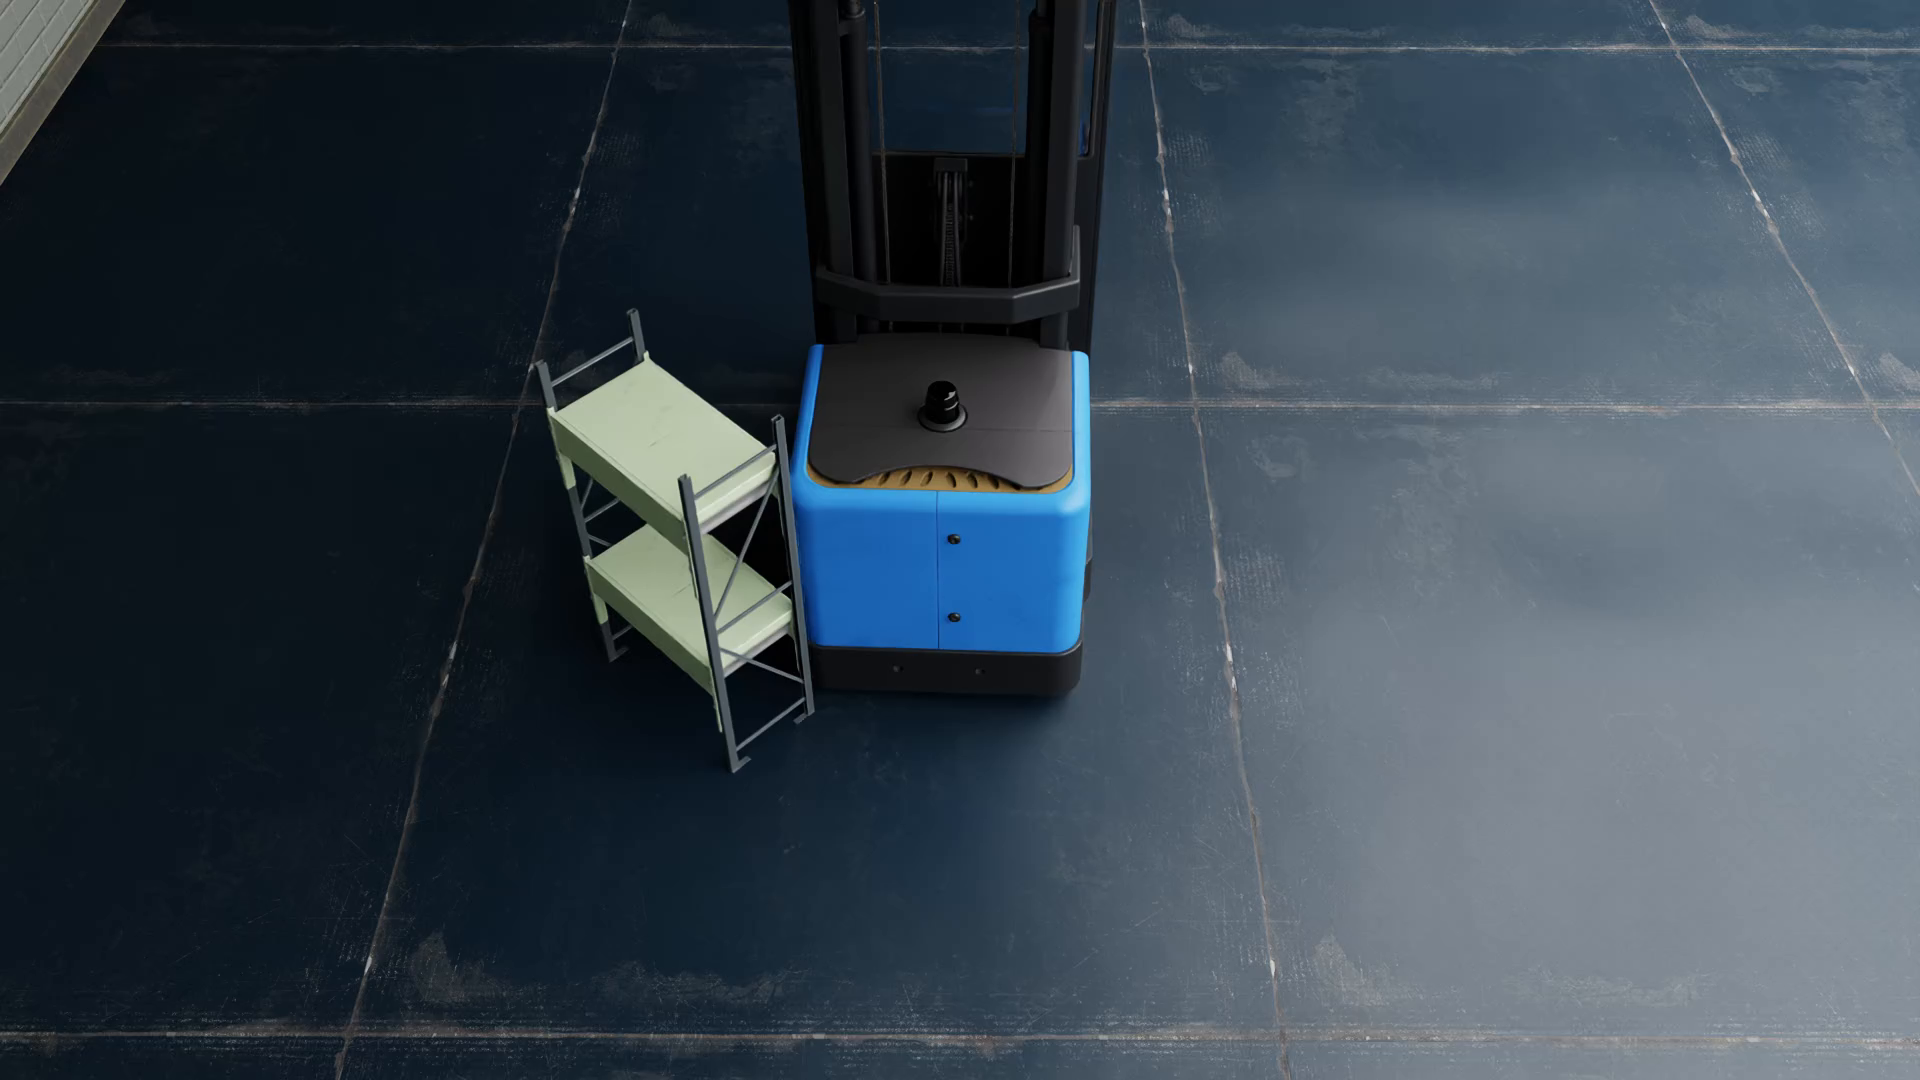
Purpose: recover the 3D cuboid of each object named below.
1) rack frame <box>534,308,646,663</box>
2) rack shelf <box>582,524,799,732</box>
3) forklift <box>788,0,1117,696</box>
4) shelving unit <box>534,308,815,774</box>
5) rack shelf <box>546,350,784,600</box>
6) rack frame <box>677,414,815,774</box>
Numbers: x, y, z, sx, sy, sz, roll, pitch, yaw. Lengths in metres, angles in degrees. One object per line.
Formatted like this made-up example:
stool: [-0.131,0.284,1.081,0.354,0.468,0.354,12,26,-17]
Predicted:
rack frame: [-1.211,-0.148,5.944,0.023,1.500,0.400,36,57,29]
rack shelf: [-0.952,0.263,6.007,0.720,0.370,0.431,36,57,29]
forklift: [-0.014,-1.487,6.213,1.130,2.935,3.031,2,47,2]
shelving unit: [-0.952,0.041,5.768,0.755,1.500,0.431,36,57,29]
rack shelf: [-0.952,-0.225,5.482,0.720,0.370,0.431,36,57,29]
rack frame: [-0.693,0.230,5.592,0.023,1.500,0.400,36,57,29]
